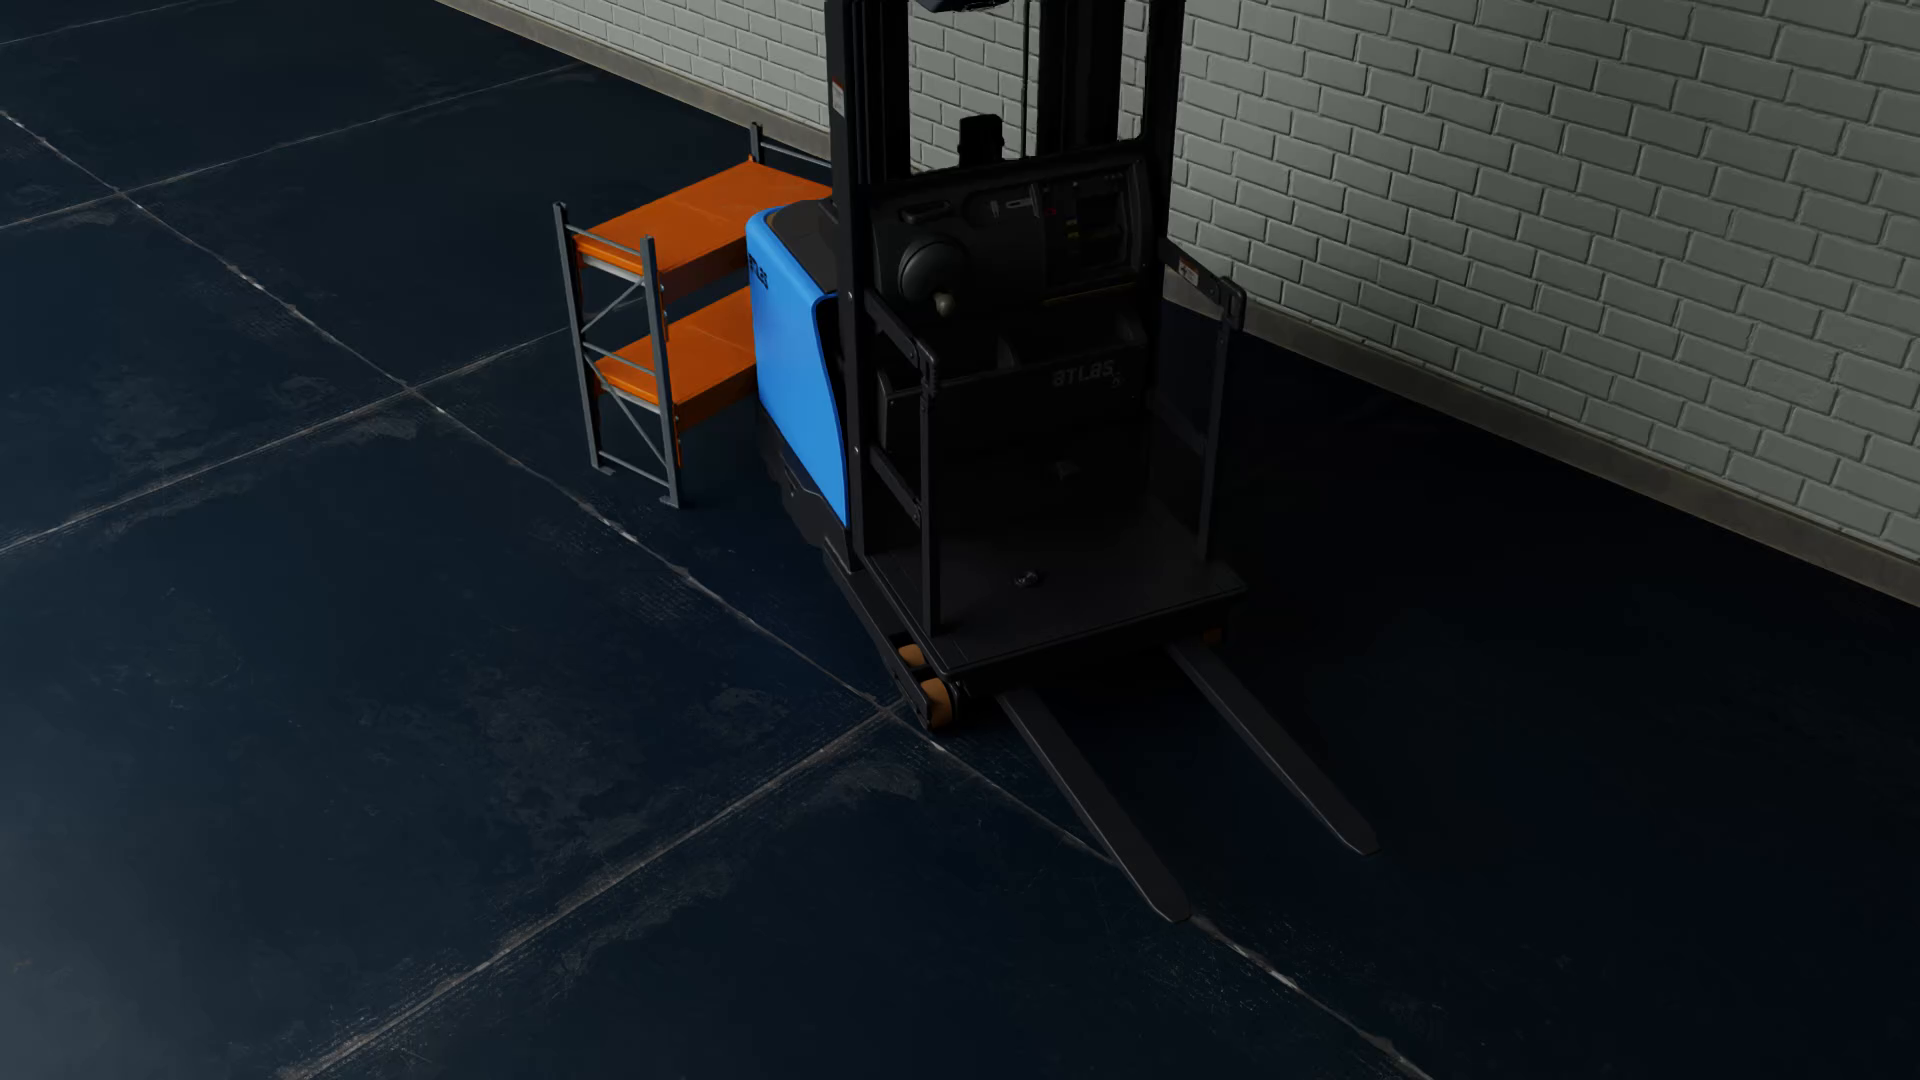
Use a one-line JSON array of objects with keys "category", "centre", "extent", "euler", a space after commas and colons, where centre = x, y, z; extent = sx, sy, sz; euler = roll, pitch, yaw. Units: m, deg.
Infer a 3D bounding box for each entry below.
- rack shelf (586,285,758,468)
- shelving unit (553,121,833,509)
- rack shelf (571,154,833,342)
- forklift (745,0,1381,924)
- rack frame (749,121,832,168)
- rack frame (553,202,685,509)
[{"category": "rack shelf", "centre": [-0.957, -0.703, 6.702], "extent": [0.538, 0.278, 1.000], "euler": [24, 42, 31]}, {"category": "shelving unit", "centre": [-0.957, -0.903, 6.562], "extent": [0.538, 1.125, 1.048], "euler": [24, 42, 31]}, {"category": "rack shelf", "centre": [-0.957, -1.144, 6.395], "extent": [0.538, 0.278, 1.000], "euler": [24, 42, 31]}, {"category": "forklift", "centre": [0.255, -0.873, 4.939], "extent": [1.130, 2.935, 3.031], "euler": [-14, 37, -19]}, {"category": "rack frame", "centre": [-0.642, -1.132, 6.889], "extent": [0.500, 1.125, 0.032], "euler": [24, 42, 31]}, {"category": "rack frame", "centre": [-1.272, -0.675, 6.235], "extent": [0.500, 1.125, 0.032], "euler": [24, 42, 31]}]
